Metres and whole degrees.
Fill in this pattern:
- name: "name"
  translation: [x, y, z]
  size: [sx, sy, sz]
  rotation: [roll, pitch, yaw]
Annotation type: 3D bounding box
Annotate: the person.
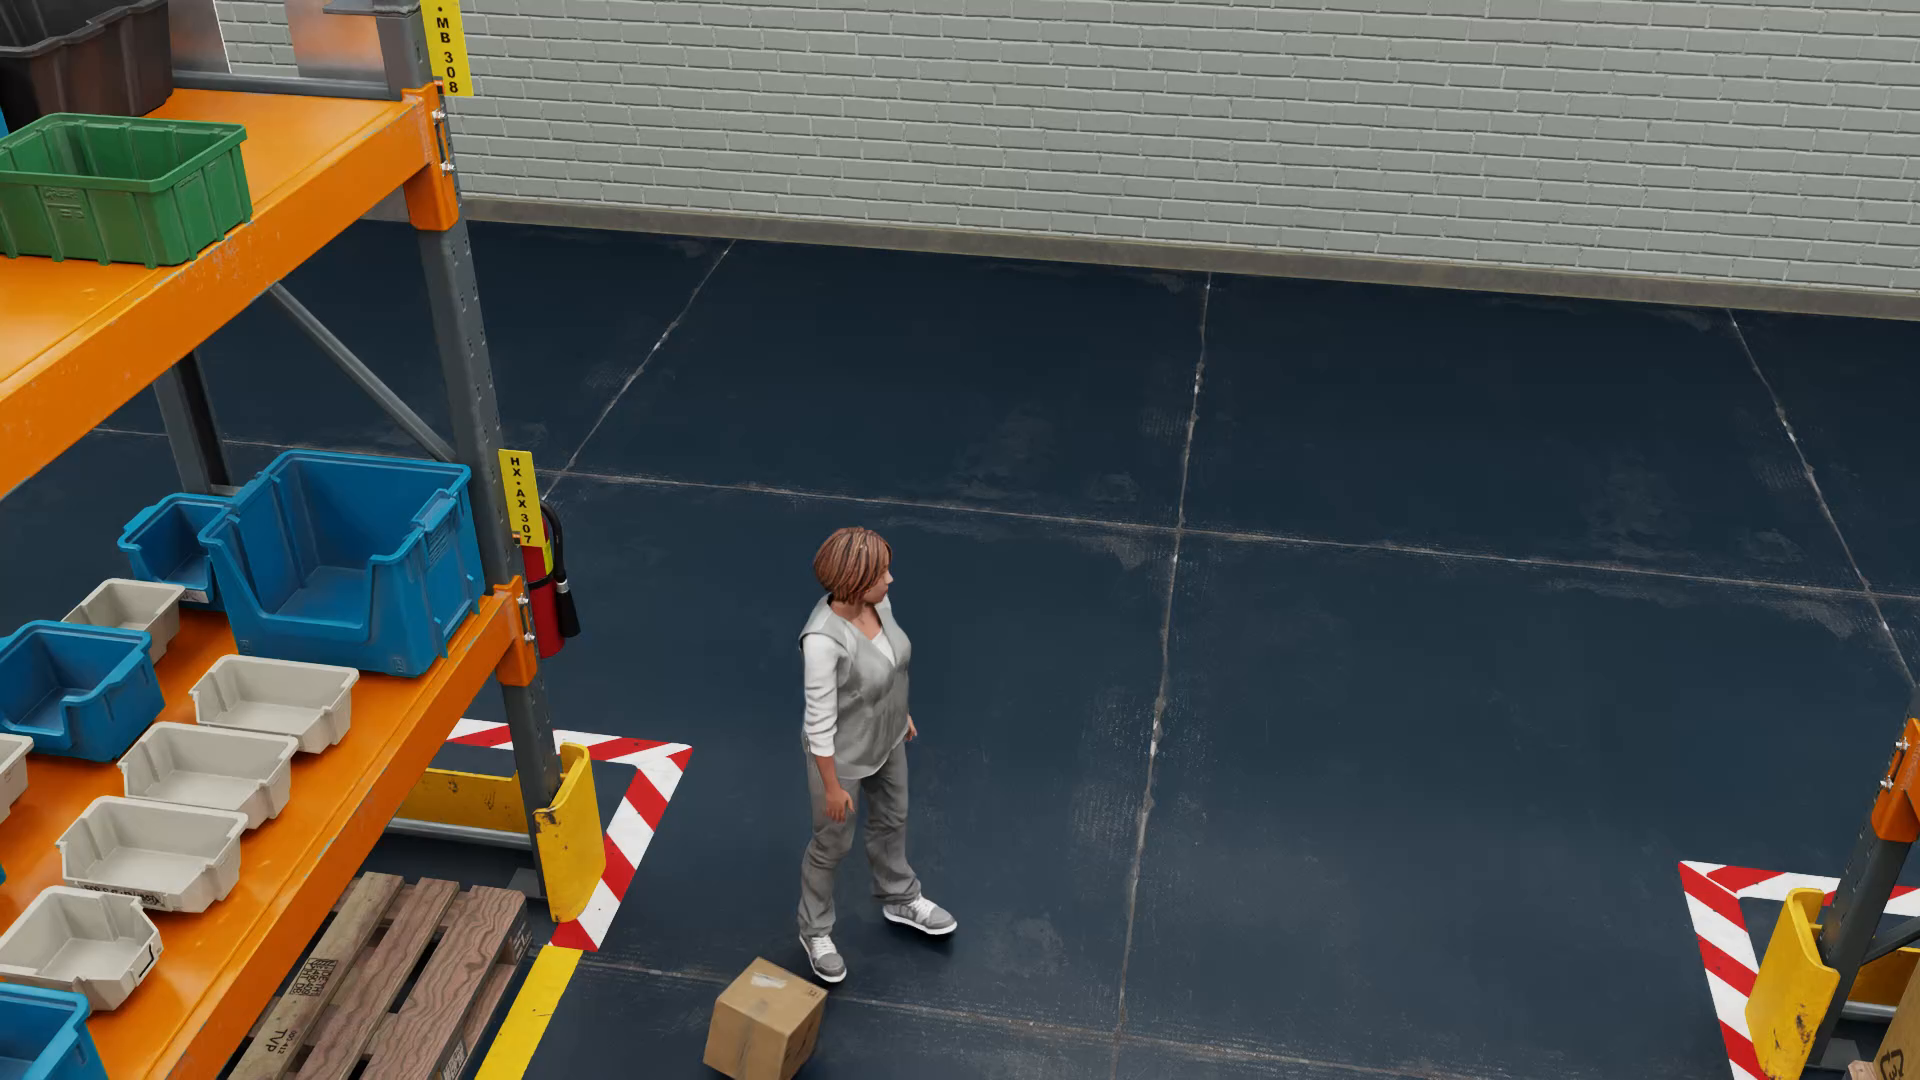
- name: "person"
  translation: [-0.281, 0.654, 5.092]
  size: [0.475, 1.595, 0.496]
  rotation: [16, 36, 23]
